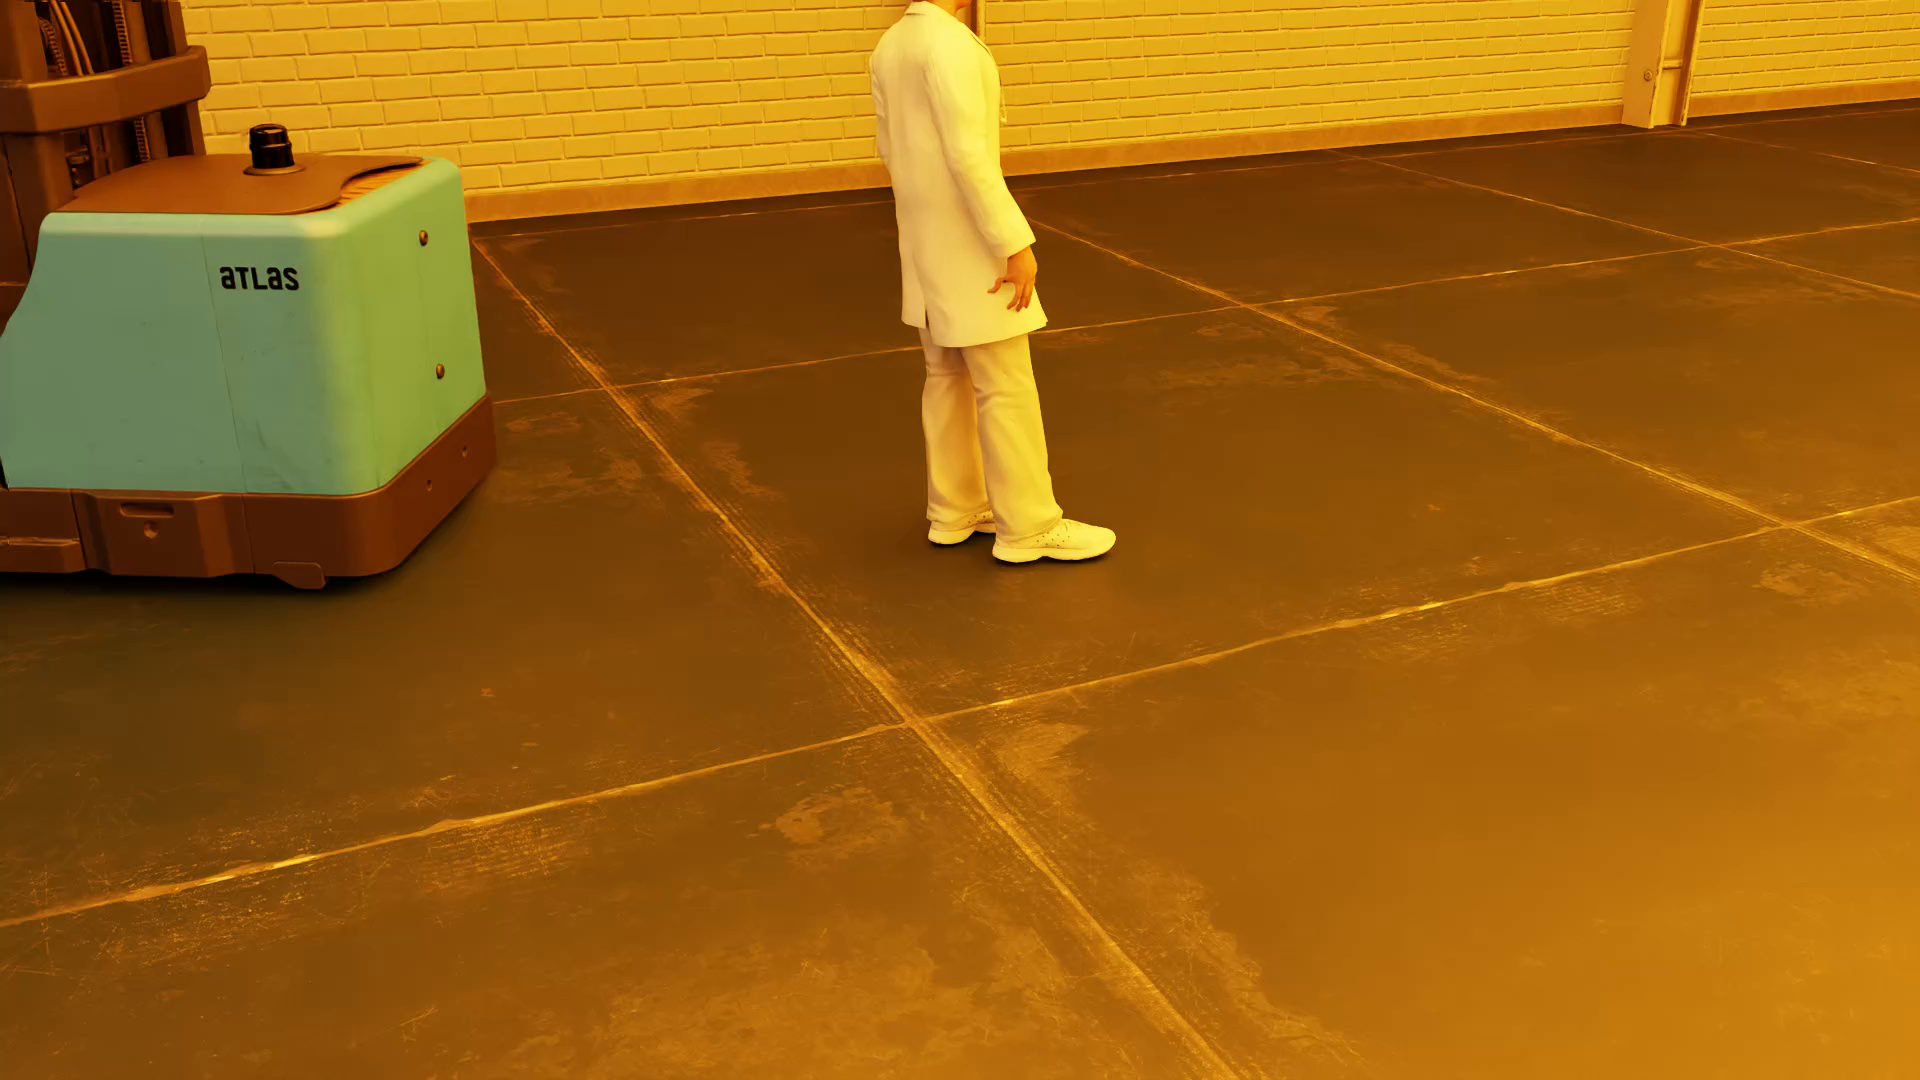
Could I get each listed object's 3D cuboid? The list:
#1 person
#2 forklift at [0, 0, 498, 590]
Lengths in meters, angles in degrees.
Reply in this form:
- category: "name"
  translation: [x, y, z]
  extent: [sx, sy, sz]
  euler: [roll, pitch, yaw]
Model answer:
- category: "person"
  translation: [0.085, -0.841, 4.796]
  extent: [0.578, 1.778, 0.696]
  euler: [-10, 25, -23]
- category: "forklift"
  translation: [-3.081, -1.422, 4.708]
  extent: [3.031, 2.935, 1.130]
  euler: [2, 23, 4]
